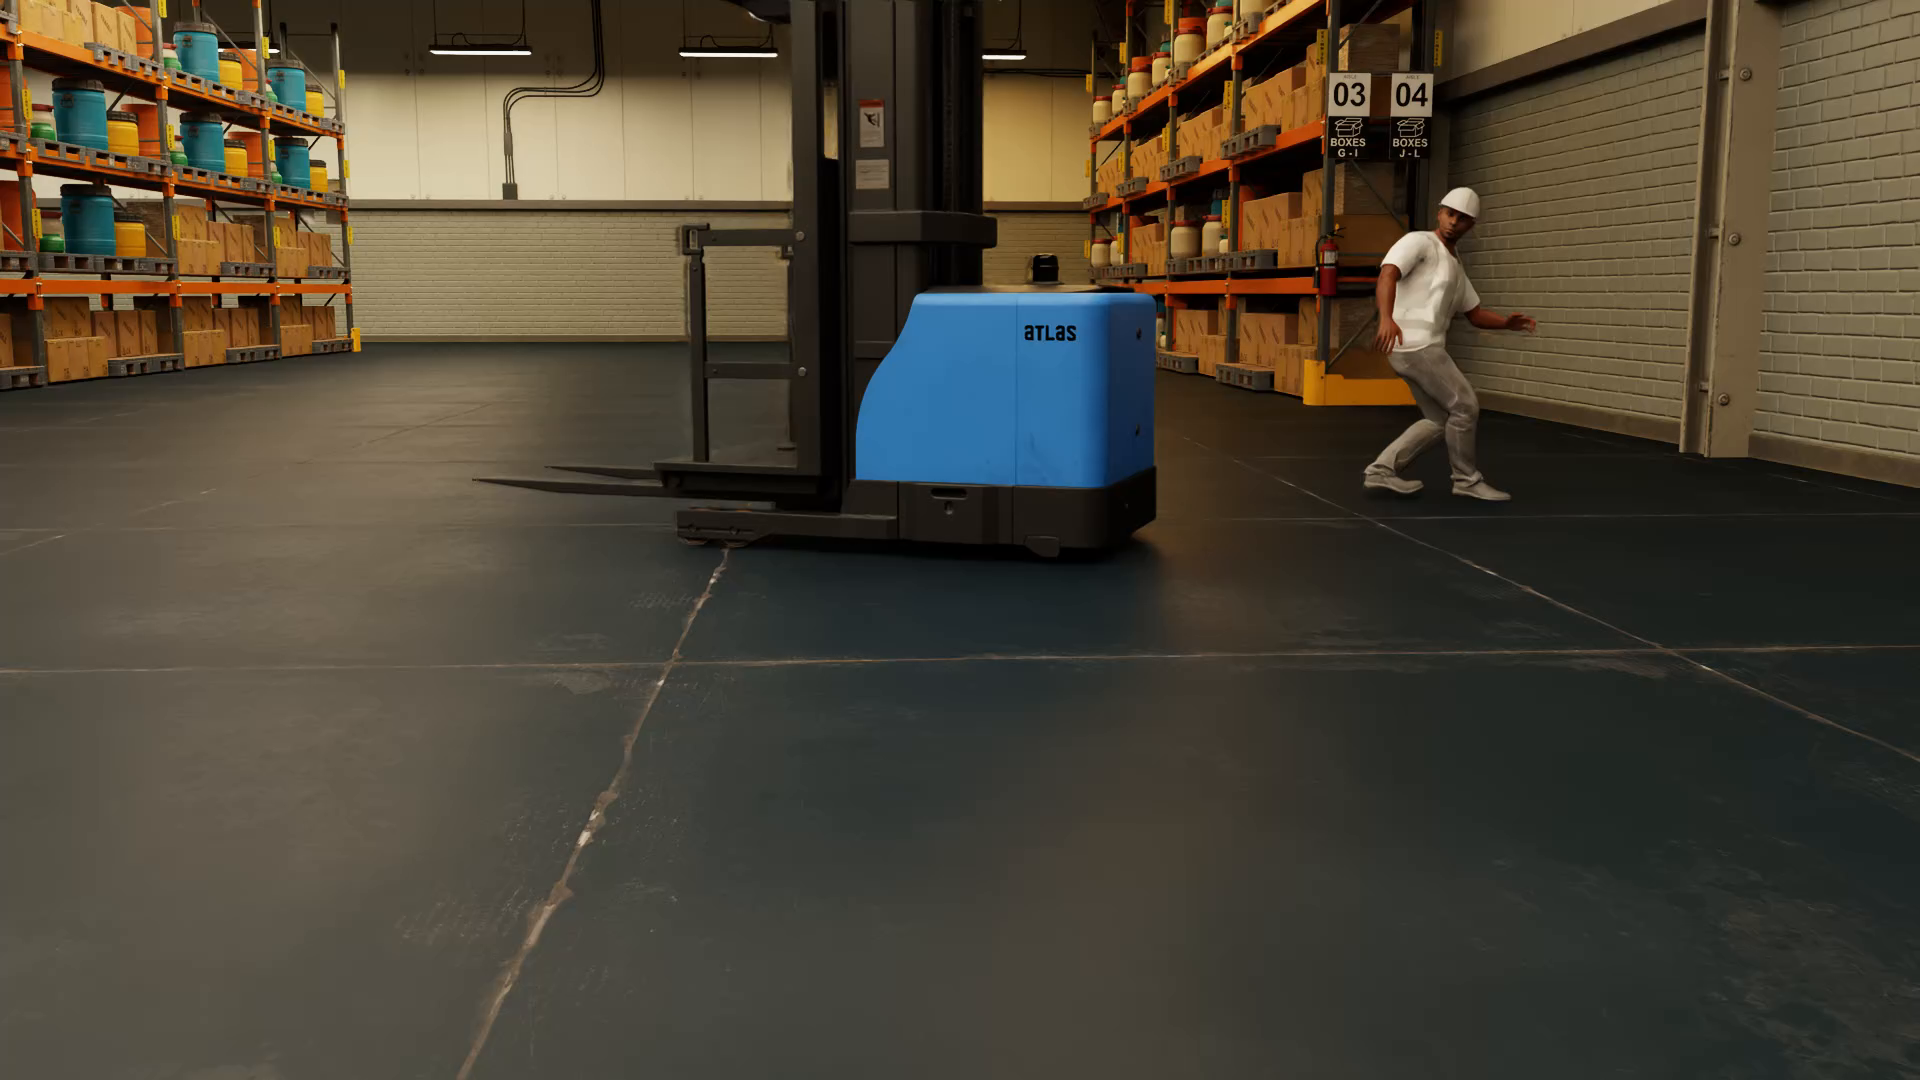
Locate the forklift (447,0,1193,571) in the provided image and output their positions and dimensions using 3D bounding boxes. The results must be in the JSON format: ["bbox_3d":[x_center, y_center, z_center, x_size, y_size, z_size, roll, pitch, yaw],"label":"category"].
[{"bbox_3d":[-0.568,-1.415,6.862,3.031,2.935,1.130,-3,9,-21],"label":"forklift"}]

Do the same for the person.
[{"bbox_3d":[2.808,-1.109,8.855,0.789,1.741,0.522,-8,11,-42],"label":"person"}]
